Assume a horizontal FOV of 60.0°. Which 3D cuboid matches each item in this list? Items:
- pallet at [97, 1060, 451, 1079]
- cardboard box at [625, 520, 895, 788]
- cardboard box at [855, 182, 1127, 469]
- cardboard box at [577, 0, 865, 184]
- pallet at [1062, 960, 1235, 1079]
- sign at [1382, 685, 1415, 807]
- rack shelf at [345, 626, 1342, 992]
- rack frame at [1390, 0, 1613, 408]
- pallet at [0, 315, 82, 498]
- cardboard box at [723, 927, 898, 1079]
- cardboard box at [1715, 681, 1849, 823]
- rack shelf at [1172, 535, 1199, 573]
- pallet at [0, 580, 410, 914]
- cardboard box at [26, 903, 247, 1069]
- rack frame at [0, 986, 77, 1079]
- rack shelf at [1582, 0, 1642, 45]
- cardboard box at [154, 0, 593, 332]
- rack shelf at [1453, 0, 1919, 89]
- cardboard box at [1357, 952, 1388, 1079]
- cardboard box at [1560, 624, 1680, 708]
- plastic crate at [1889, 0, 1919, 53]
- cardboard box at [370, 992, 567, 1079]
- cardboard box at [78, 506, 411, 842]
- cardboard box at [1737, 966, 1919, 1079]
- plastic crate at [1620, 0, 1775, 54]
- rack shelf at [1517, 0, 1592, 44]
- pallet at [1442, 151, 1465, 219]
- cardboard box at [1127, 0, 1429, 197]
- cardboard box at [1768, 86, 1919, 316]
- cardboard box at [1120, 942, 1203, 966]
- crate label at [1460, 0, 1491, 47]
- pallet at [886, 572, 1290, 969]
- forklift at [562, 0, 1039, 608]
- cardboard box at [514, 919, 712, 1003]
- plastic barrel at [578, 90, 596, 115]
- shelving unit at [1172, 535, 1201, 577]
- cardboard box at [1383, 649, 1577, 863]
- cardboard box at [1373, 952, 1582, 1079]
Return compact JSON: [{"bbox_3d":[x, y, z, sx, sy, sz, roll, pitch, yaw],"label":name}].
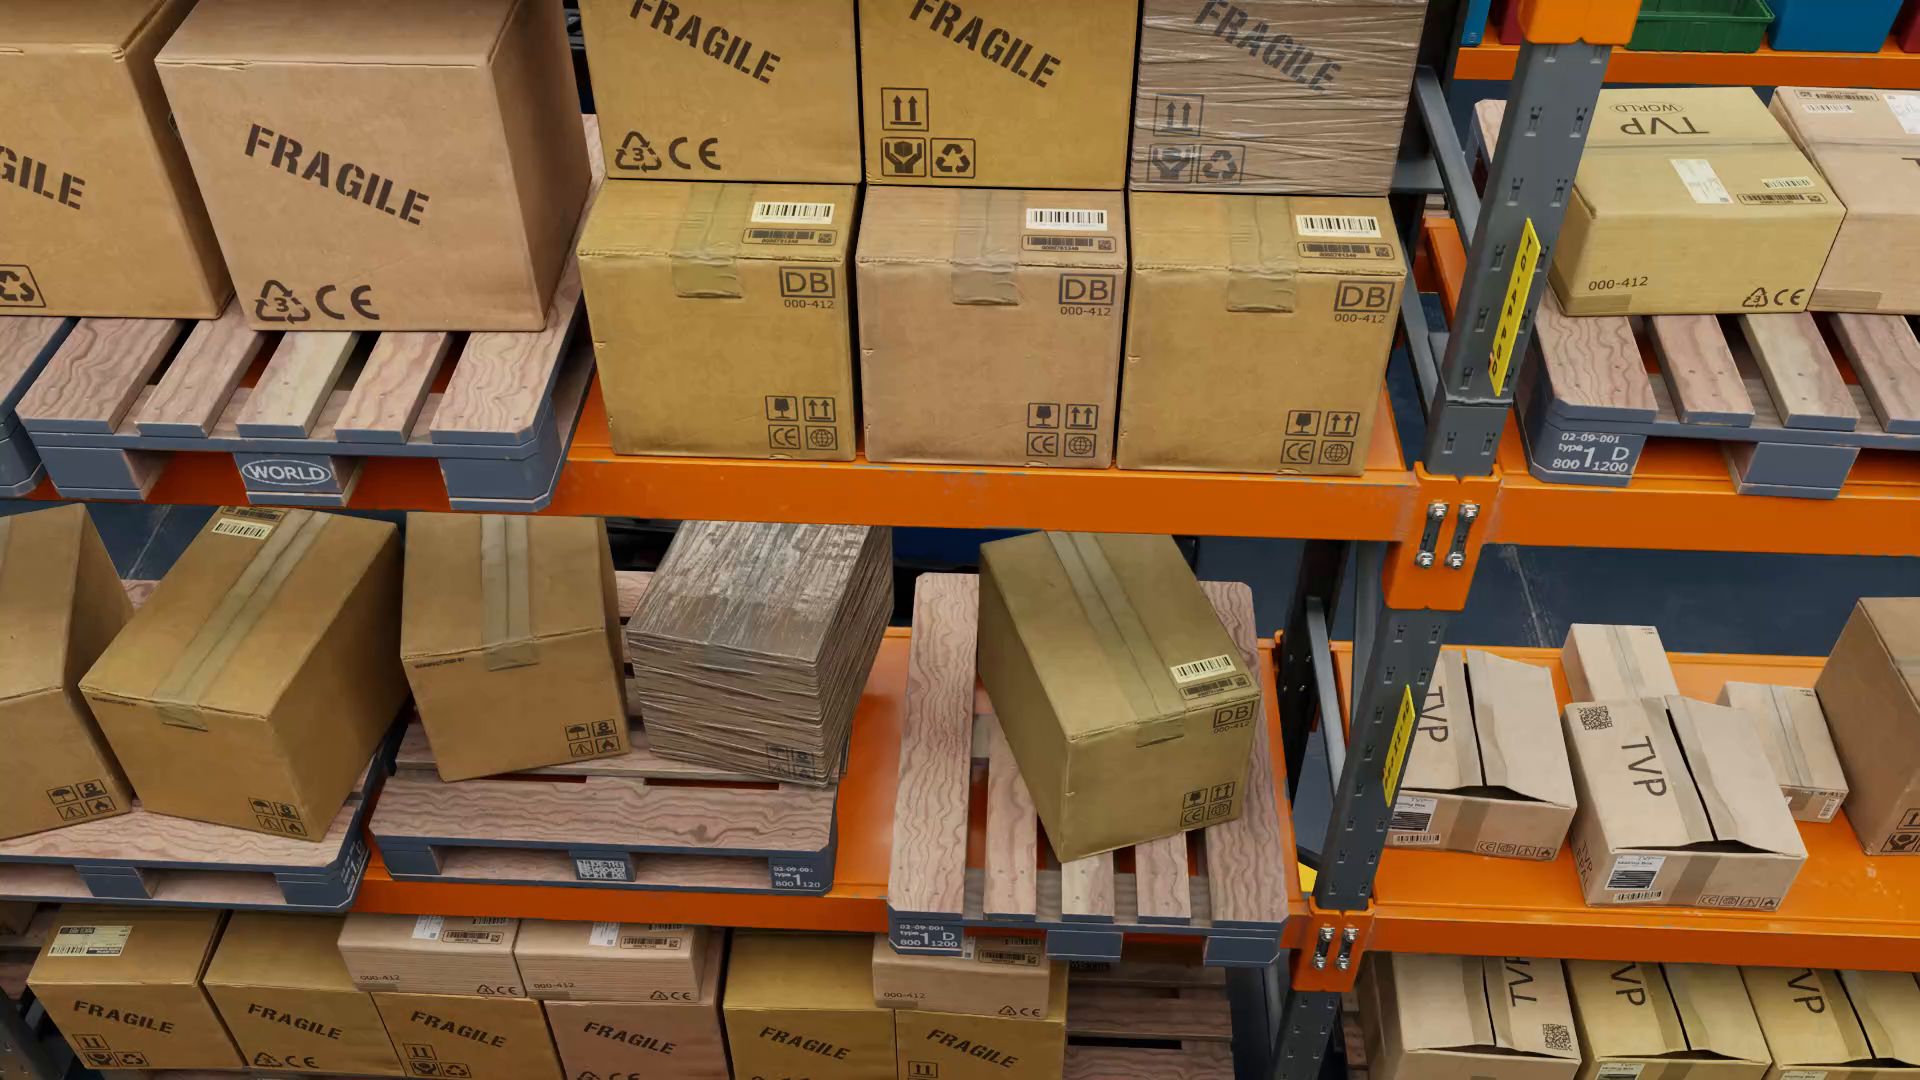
[{"bbox_3d":[-2.158,1.397,5.681,1.213,0.211,1.003,2,43,2],"label":"pallet"},{"bbox_3d":[-0.516,0.210,4.528,0.500,0.500,0.700,9,44,10],"label":"cardboard box"},{"bbox_3d":[0.077,-0.640,3.548,0.500,0.500,0.910,2,43,2],"label":"cardboard box"},{"bbox_3d":[-0.431,-1.049,3.253,0.500,0.500,0.500,2,43,2],"label":"cardboard box"},{"bbox_3d":[0.280,1.472,5.600,1.213,0.211,1.003,2,43,2],"label":"pallet"},{"bbox_3d":[1.009,0.476,3.833,0.005,0.325,0.100,2,43,2],"label":"sign"},{"bbox_3d":[-0.974,0.702,4.909,4.000,0.370,1.077,2,43,2],"label":"rack shelf"},{"bbox_3d":[1.024,-1.695,2.553,0.127,3.000,1.000,2,43,2],"label":"rack frame"},{"bbox_3d":[-2.324,-0.583,3.698,1.003,0.211,1.213,2,43,2],"label":"pallet"},{"bbox_3d":[-0.438,1.369,5.176,0.500,0.500,0.500,0,43,0],"label":"cardboard box"},{"bbox_3d":[2.300,0.593,4.682,0.250,0.149,0.380,5,43,5],"label":"cardboard box"},{"bbox_3d":[0.769,-0.156,7.010,0.480,0.518,0.431,5,43,6],"label":"rack shelf"},{"bbox_3d":[-2.179,0.547,4.689,1.213,0.211,1.003,2,43,2],"label":"pallet"},{"bbox_3d":[-2.500,1.312,5.237,0.500,0.500,0.500,0,43,0],"label":"cardboard box"},{"bbox_3d":[-2.972,0.378,4.729,0.127,3.000,1.000,2,43,2],"label":"rack frame"},{"bbox_3d":[3.022,-1.224,2.868,4.000,0.370,1.077,2,43,2],"label":"rack shelf"},{"bbox_3d":[-1.140,-0.842,3.383,0.600,0.600,0.600,0,43,0],"label":"cardboard box"},{"bbox_3d":[3.249,-2.548,8.397,4.000,0.370,1.077,2,43,2],"label":"rack shelf"},{"bbox_3d":[1.534,1.569,5.160,0.500,0.250,0.500,2,43,2],"label":"cardboard box"},{"bbox_3d":[1.935,0.432,4.856,0.250,0.149,0.380,2,43,2],"label":"cardboard box"},{"bbox_3d":[4.749,-2.579,7.857,0.583,0.464,0.402,2,43,2],"label":"plastic crate"},{"bbox_3d":[-1.468,1.341,5.206,0.500,0.500,0.500,2,43,2],"label":"cardboard box"},{"bbox_3d":[-1.819,0.332,4.397,0.500,0.500,0.700,8,44,9],"label":"cardboard box"},{"bbox_3d":[2.568,1.391,4.939,0.500,0.311,0.500,1,43,1],"label":"cardboard box"},{"bbox_3d":[3.494,-2.533,8.010,0.662,0.188,0.450,2,43,2],"label":"plastic crate"},{"bbox_3d":[-0.974,-1.346,3.000,4.000,0.370,1.077,2,43,2],"label":"rack shelf"},{"bbox_3d":[3.238,-1.763,9.072,1.213,0.211,1.003,2,43,2],"label":"pallet"},{"bbox_3d":[0.588,-1.017,3.219,0.500,0.500,0.500,2,43,2],"label":"cardboard box"},{"bbox_3d":[2.004,-0.716,3.505,0.500,0.250,0.500,3,43,3],"label":"cardboard box"},{"bbox_3d":[0.582,1.046,5.524,0.500,0.500,0.500,3,43,4],"label":"cardboard box"},{"bbox_3d":[2.231,-2.671,7.976,0.616,0.435,0.502,2,43,2],"label":"crate label"},{"bbox_3d":[0.343,0.598,4.634,1.003,0.211,1.213,2,43,2],"label":"pallet"},{"bbox_3d":[-0.985,-1.196,6.469,3.031,2.935,1.130,5,43,6],"label":"forklift"},{"bbox_3d":[-1.000,1.083,4.933,0.500,0.250,0.500,1,43,1],"label":"cardboard box"},{"bbox_3d":[-2.203,-2.353,8.892,0.708,0.901,0.600,2,43,2],"label":"plastic barrel"},{"bbox_3d":[0.769,-0.678,6.523,0.503,2.100,0.431,5,43,6],"label":"shelving unit"},{"bbox_3d":[1.385,0.574,4.584,0.500,0.311,0.500,4,43,5],"label":"cardboard box"},{"bbox_3d":[1.534,1.364,4.969,0.500,0.311,0.500,3,43,3],"label":"cardboard box"}]
